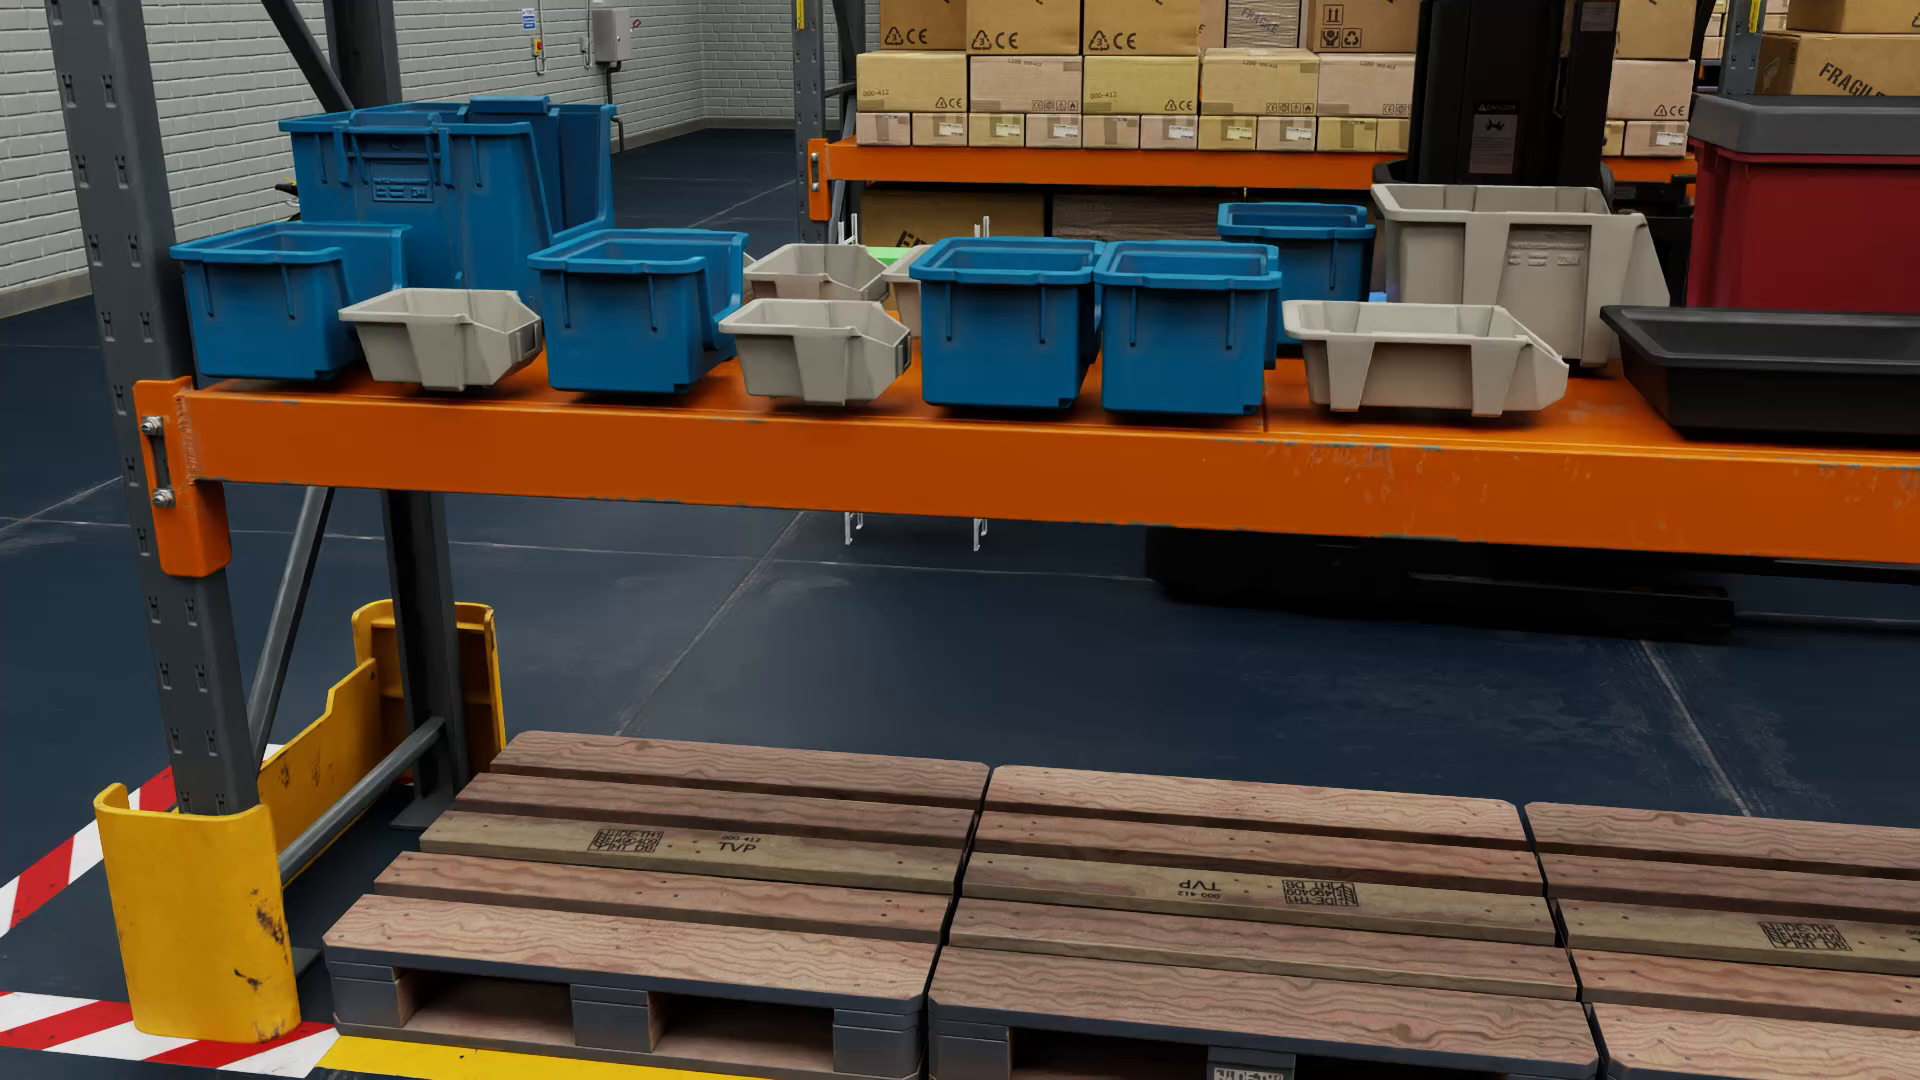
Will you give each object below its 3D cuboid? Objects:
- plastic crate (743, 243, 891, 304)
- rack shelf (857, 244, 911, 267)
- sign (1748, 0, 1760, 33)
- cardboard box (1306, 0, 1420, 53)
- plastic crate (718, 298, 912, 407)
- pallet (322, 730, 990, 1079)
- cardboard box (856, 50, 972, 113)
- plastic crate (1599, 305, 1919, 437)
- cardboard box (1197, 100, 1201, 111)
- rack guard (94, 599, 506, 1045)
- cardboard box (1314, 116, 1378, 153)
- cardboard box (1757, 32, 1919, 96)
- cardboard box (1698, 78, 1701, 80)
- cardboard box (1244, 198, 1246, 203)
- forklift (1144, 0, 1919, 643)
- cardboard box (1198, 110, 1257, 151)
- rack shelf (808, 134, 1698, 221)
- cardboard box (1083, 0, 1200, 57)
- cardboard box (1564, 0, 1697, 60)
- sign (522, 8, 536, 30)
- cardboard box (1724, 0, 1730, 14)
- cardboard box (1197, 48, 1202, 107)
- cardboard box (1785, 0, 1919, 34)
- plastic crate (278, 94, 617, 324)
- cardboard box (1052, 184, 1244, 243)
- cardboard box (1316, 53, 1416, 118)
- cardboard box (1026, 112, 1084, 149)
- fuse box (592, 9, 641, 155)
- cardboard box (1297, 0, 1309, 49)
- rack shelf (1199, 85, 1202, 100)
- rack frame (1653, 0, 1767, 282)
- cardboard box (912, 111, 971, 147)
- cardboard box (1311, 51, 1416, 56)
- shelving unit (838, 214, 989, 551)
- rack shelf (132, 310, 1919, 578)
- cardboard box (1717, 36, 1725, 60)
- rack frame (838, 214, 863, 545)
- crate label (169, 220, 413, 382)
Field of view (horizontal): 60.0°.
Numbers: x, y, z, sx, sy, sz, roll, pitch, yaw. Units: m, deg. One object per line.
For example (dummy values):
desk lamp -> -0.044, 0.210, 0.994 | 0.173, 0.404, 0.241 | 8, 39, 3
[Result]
plastic crate -> -0.285, -0.511, 3.423 | 0.243, 0.136, 0.396 | 3, 19, 9
rack shelf -> -0.163, -0.972, 6.006 | 0.480, 0.148, 0.258 | 3, 19, 9
sign -> 3.246, -2.235, 6.767 | 0.005, 0.325, 0.100 | 3, 19, 9
cardboard box -> 1.901, -2.543, 7.761 | 0.500, 0.500, 0.500 | 2, 19, 7
plastic crate -> -0.238, -0.322, 2.860 | 0.298, 0.136, 0.250 | 3, 19, 9
pallet -> -0.594, 0.765, 3.683 | 1.213, 0.211, 1.003 | 3, 19, 9
cardboard box -> -0.186, -2.124, 7.690 | 0.500, 0.250, 0.500 | 2, 19, 7
plastic crate -> 1.399, -0.280, 2.751 | 0.590, 0.125, 0.437 | 3, 19, 9
cardboard box -> 1.052, -2.065, 8.143 | 0.250, 0.149, 0.380 | 3, 19, 9
rack guard -> -1.428, 0.577, 3.789 | 0.348, 0.500, 1.175 | 3, 19, 9
cardboard box -> 1.711, -1.819, 7.409 | 0.250, 0.149, 0.380 | 3, 19, 8
cardboard box -> 3.747, -1.907, 7.118 | 0.500, 0.500, 0.500 | 3, 19, 9
cardboard box -> 7.305, -4.163, 16.705 | 0.875, 0.875, 0.875 | 3, 19, 9
cardboard box -> 2.051, -2.546, 12.546 | 0.250, 0.149, 0.380 | 4, 19, 11
forklift -> 2.207, -1.245, 5.406 | 3.031, 2.935, 1.130 | 4, 19, 11
cardboard box -> 1.200, -1.845, 7.486 | 0.250, 0.149, 0.380 | 2, 19, 7
rack shelf -> 1.358, -1.721, 7.852 | 4.000, 0.370, 1.077 | 3, 19, 9
cardboard box -> 0.820, -2.430, 7.424 | 0.500, 0.500, 0.500 | 2, 19, 7
cardboard box -> 2.836, -2.326, 7.113 | 0.500, 0.500, 0.500 | 3, 19, 10
sign -> -4.684, -5.660, 18.065 | 0.001, 0.218, 0.327 | 3, 19, 9
cardboard box -> 5.310, -3.669, 11.338 | 0.250, 0.149, 0.380 | 3, 19, 8
cardboard box -> 0.907, -2.240, 8.038 | 0.500, 0.250, 0.500 | 2, 19, 7
cardboard box -> 3.964, -2.455, 7.174 | 0.637, 0.503, 0.797 | 2, 19, 7
plastic crate -> -1.042, -0.698, 3.511 | 0.499, 0.435, 0.616 | 3, 19, 9
cardboard box -> 0.926, -1.301, 8.151 | 0.875, 0.875, 0.875 | 3, 19, 9
cardboard box -> 1.840, -2.022, 7.387 | 0.500, 0.250, 0.500 | 3, 19, 10
cardboard box -> 0.445, -1.884, 7.603 | 0.250, 0.149, 0.380 | 3, 19, 8
fuse box -> -4.139, -5.583, 20.293 | 0.414, 1.711, 0.539 | 3, 19, 9
cardboard box -> 2.693, -3.686, 11.966 | 0.500, 0.500, 0.500 | 3, 19, 8
rack shelf -> 2.244, -3.269, 12.481 | 4.000, 0.370, 1.077 | 3, 19, 9
rack frame -> 3.332, -1.961, 7.437 | 0.127, 3.000, 1.000 | 3, 19, 9
cardboard box -> -0.065, -1.910, 7.679 | 0.250, 0.149, 0.380 | 3, 19, 8
cardboard box -> 1.907, -2.188, 7.882 | 0.500, 0.250, 0.500 | 3, 19, 10
shelving unit -> -0.163, -0.577, 6.138 | 0.503, 1.200, 0.258 | 3, 19, 9
rack shelf -> 0.572, -0.169, 3.215 | 4.000, 0.370, 1.077 | 3, 19, 9
cardboard box -> 5.304, -3.387, 11.433 | 0.250, 0.149, 0.380 | 3, 19, 9
rack frame -> -0.404, -0.590, 6.174 | 0.015, 1.200, 0.240 | 3, 19, 9
crate label -> -1.211, -0.444, 3.073 | 0.303, 0.233, 0.416 | 3, 19, 9
